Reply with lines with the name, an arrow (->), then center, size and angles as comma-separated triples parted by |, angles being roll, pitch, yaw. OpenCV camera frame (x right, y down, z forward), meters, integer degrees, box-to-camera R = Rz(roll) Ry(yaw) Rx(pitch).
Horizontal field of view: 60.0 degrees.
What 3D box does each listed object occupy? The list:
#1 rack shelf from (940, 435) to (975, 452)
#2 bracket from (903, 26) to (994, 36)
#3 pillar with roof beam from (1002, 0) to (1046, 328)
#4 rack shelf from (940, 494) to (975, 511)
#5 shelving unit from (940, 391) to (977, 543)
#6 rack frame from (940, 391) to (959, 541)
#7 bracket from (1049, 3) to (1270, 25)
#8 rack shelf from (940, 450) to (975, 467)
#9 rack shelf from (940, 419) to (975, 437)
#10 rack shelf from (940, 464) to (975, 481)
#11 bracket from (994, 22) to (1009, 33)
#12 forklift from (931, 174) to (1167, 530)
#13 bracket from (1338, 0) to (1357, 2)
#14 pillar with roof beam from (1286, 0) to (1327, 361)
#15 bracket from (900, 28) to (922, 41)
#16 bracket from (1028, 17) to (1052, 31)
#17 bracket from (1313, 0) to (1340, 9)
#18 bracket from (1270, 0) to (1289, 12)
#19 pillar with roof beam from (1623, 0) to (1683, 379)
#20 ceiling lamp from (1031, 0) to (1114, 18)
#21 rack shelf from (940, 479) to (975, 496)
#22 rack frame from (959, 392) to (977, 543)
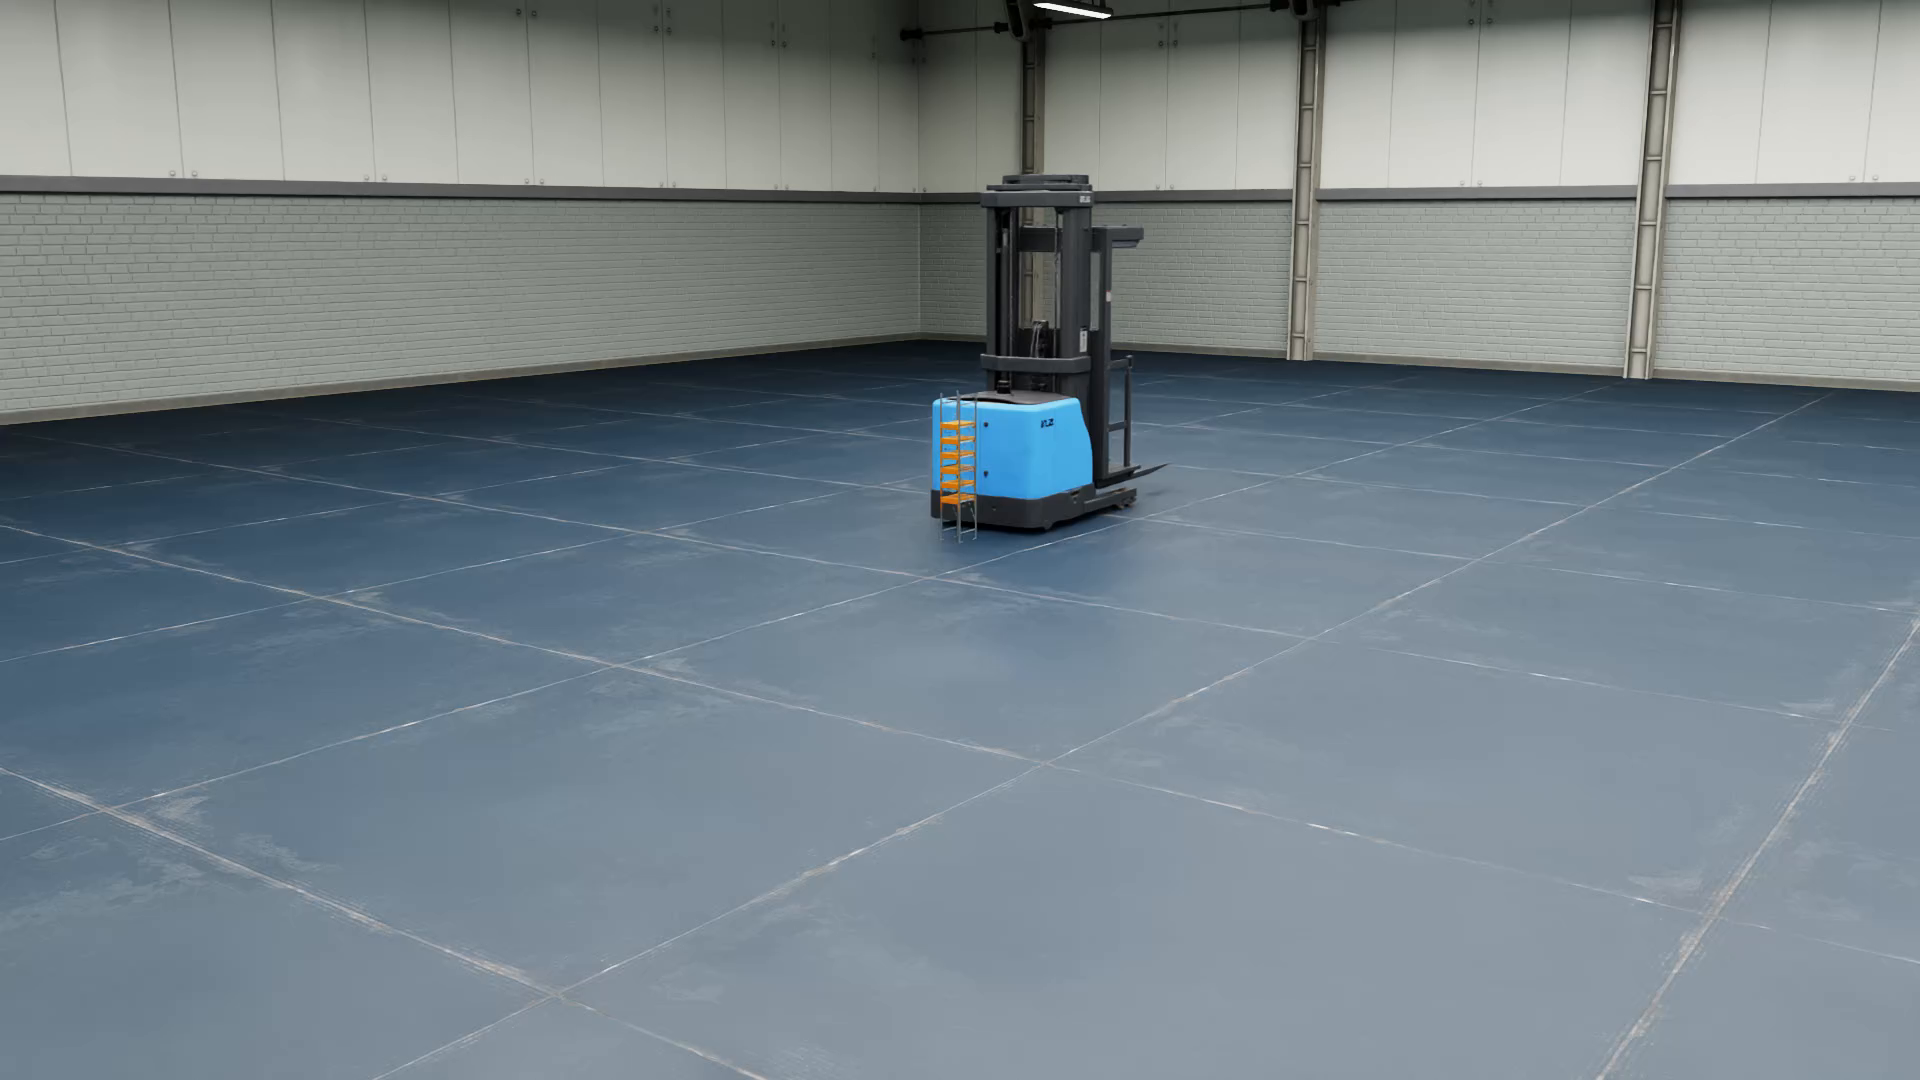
rack shelf -> -0.012, -0.783, 13.387 | 0.180, 0.103, 0.258 | 8, 13, 36
bracket -> -0.528, -10.387, 34.050 | 3.189, 0.066, 0.076 | 8, 13, 36
pillar with roof beam -> -1.097, -7.768, 29.991 | 0.548, 9.000, 9.100 | 8, 13, 36
rack shelf -> -0.012, -0.311, 13.478 | 0.180, 0.103, 0.258 | 8, 13, 36
shelving unit -> -0.012, -0.591, 13.424 | 0.189, 1.200, 0.258 | 8, 13, 36
rack frame -> -0.085, -0.601, 13.477 | 0.006, 1.200, 0.240 | 8, 13, 36
bracket -> 3.652, -9.804, 31.036 | 4.783, 0.066, 0.076 | 8, 13, 36
rack shelf -> -0.012, -0.665, 13.410 | 0.180, 0.103, 0.258 | 8, 13, 36
rack shelf -> -0.012, -0.901, 13.364 | 0.180, 0.103, 0.258 | 8, 13, 36
rack shelf -> -0.012, -0.547, 13.433 | 0.180, 0.103, 0.258 | 8, 13, 36
bracket -> 0.906, -10.187, 33.016 | 0.430, 0.232, 0.235 | 8, 13, 36
forklift -> 0.950, -1.755, 14.883 | 1.130, 2.935, 3.031 | 7, 13, 31
bracket -> 8.488, -9.129, 27.549 | 4.783, 0.066, 0.076 | 8, 13, 36
pillar with roof beam -> 3.739, -7.093, 26.504 | 0.548, 9.000, 9.100 | 8, 13, 36
bracket -> -1.004, -10.453, 34.393 | 0.430, 0.232, 0.235 | 8, 13, 36
bracket -> 1.575, -10.093, 32.533 | 0.430, 0.232, 0.235 | 8, 13, 36
bracket -> 6.412, -9.419, 29.047 | 0.430, 0.232, 0.235 | 8, 13, 36
bracket -> 5.742, -9.512, 29.529 | 0.430, 0.232, 0.235 | 8, 13, 36
pillar with roof beam -> 8.575, -6.419, 23.017 | 0.400, 9.000, 9.100 | 8, 13, 36
ceiling lamp -> 1.629, -10.099, 26.672 | 0.800, 3.185, 2.000 | 8, 13, 36
rack shelf -> -0.012, -0.429, 13.455 | 0.180, 0.103, 0.258 | 8, 13, 36
rack frame -> 0.062, -0.580, 13.371 | 0.006, 1.200, 0.240 | 8, 13, 36
